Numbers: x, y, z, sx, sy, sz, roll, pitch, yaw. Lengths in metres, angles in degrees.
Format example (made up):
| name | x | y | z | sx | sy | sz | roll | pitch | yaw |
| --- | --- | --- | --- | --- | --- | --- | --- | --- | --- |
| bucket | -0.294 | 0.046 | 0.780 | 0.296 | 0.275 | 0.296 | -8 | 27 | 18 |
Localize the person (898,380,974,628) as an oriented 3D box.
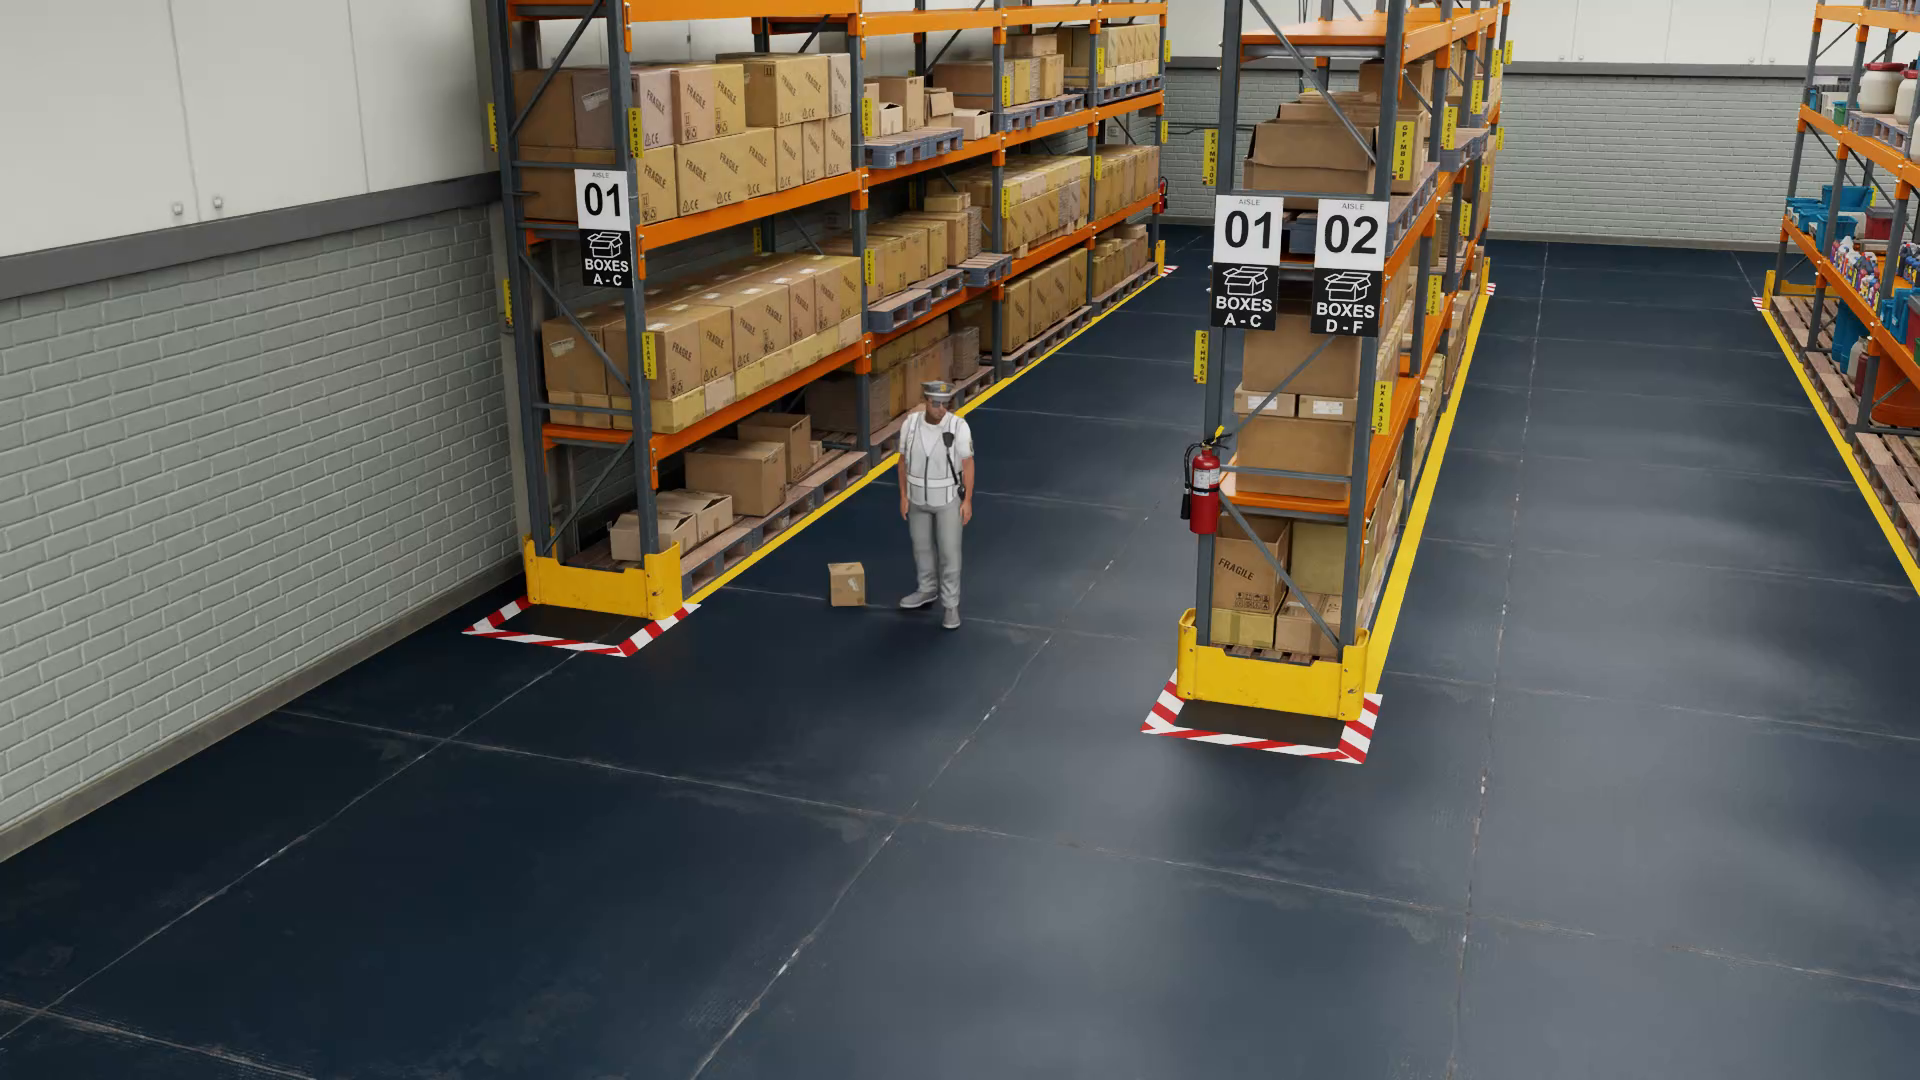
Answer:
| name | x | y | z | sx | sy | sz | roll | pitch | yaw |
| --- | --- | --- | --- | --- | --- | --- | --- | --- | --- |
| person | -0.190 | -0.291 | 11.884 | 0.562 | 1.755 | 0.538 | 6 | 19 | 17 |
